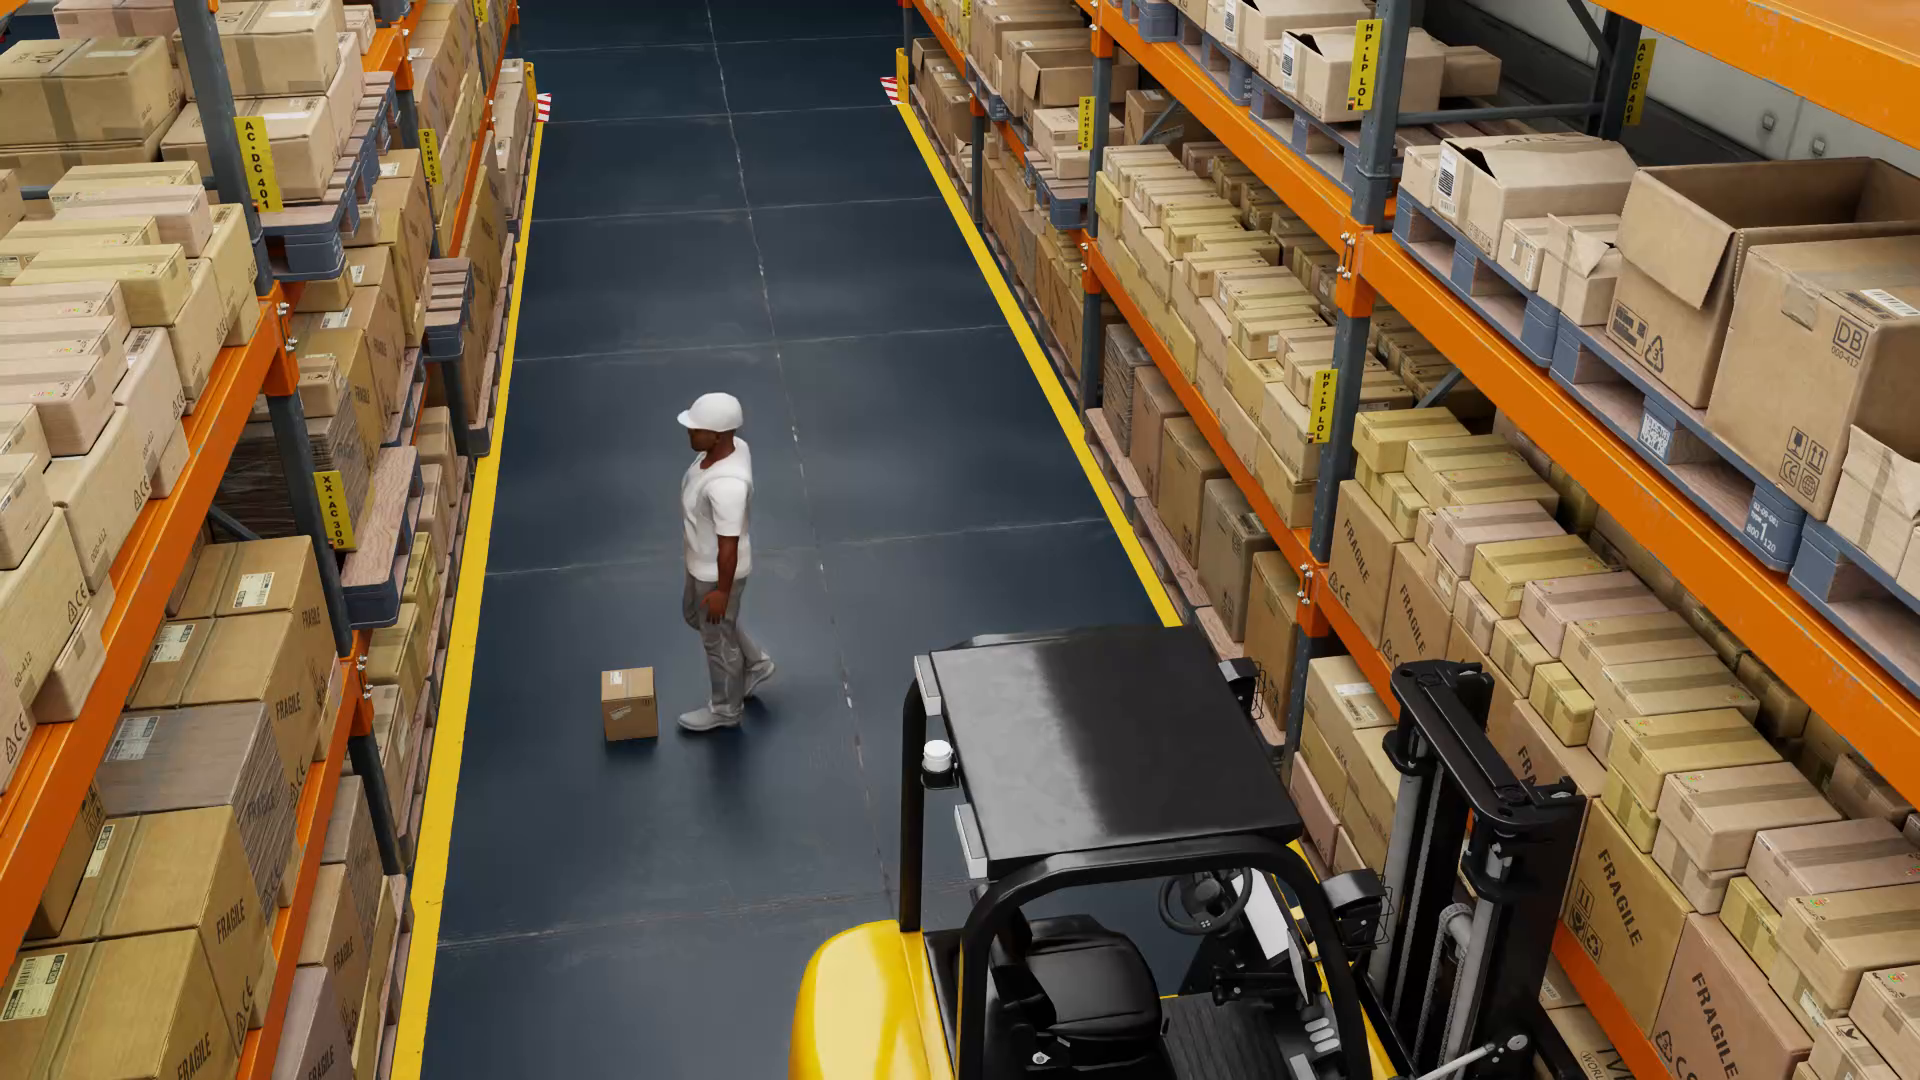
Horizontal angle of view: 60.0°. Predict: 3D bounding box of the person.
[{"bbox_3d":[-1.160,0.127,7.918,0.508,1.800,0.589,-5,31,-8],"label":"person"}]
